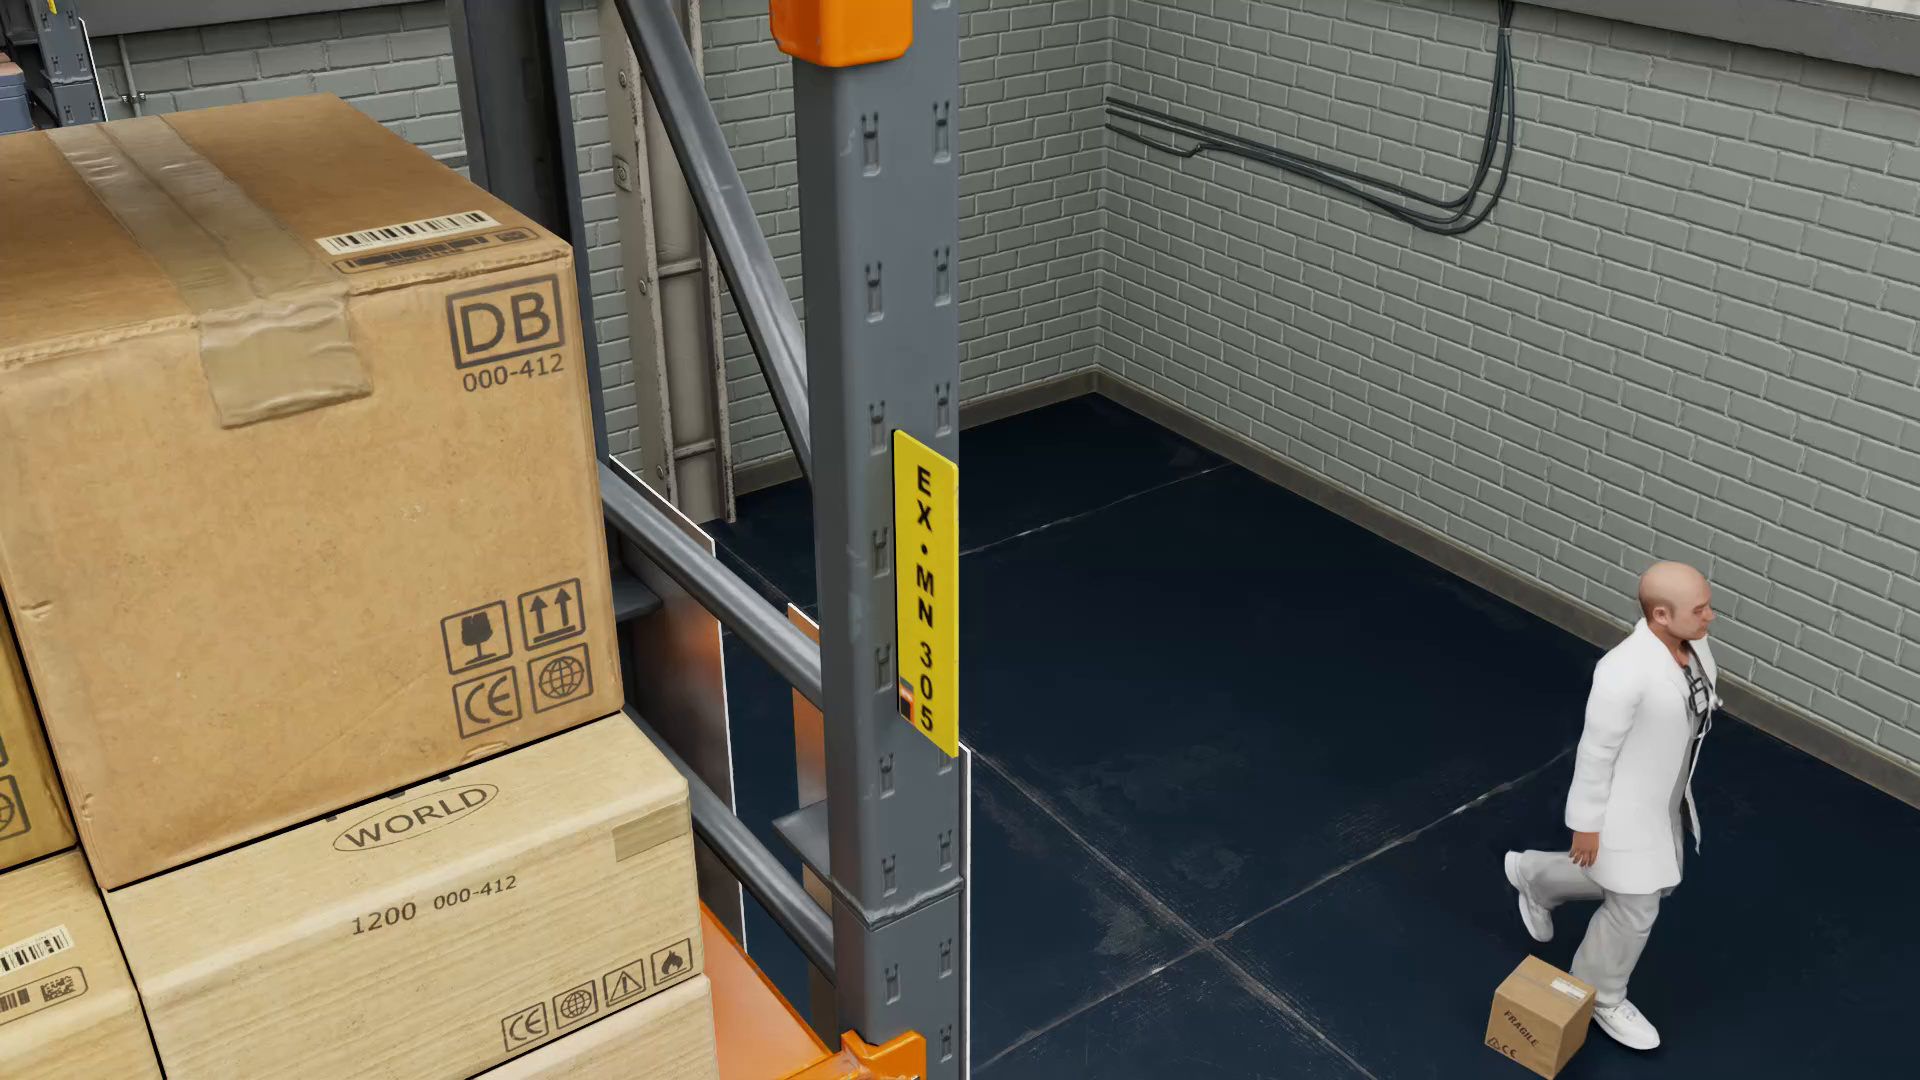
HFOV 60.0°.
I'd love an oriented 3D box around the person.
[{"bbox_3d":[2.191,0.870,5.572,0.603,1.670,0.725,-24,36,-37],"label":"person"}]
